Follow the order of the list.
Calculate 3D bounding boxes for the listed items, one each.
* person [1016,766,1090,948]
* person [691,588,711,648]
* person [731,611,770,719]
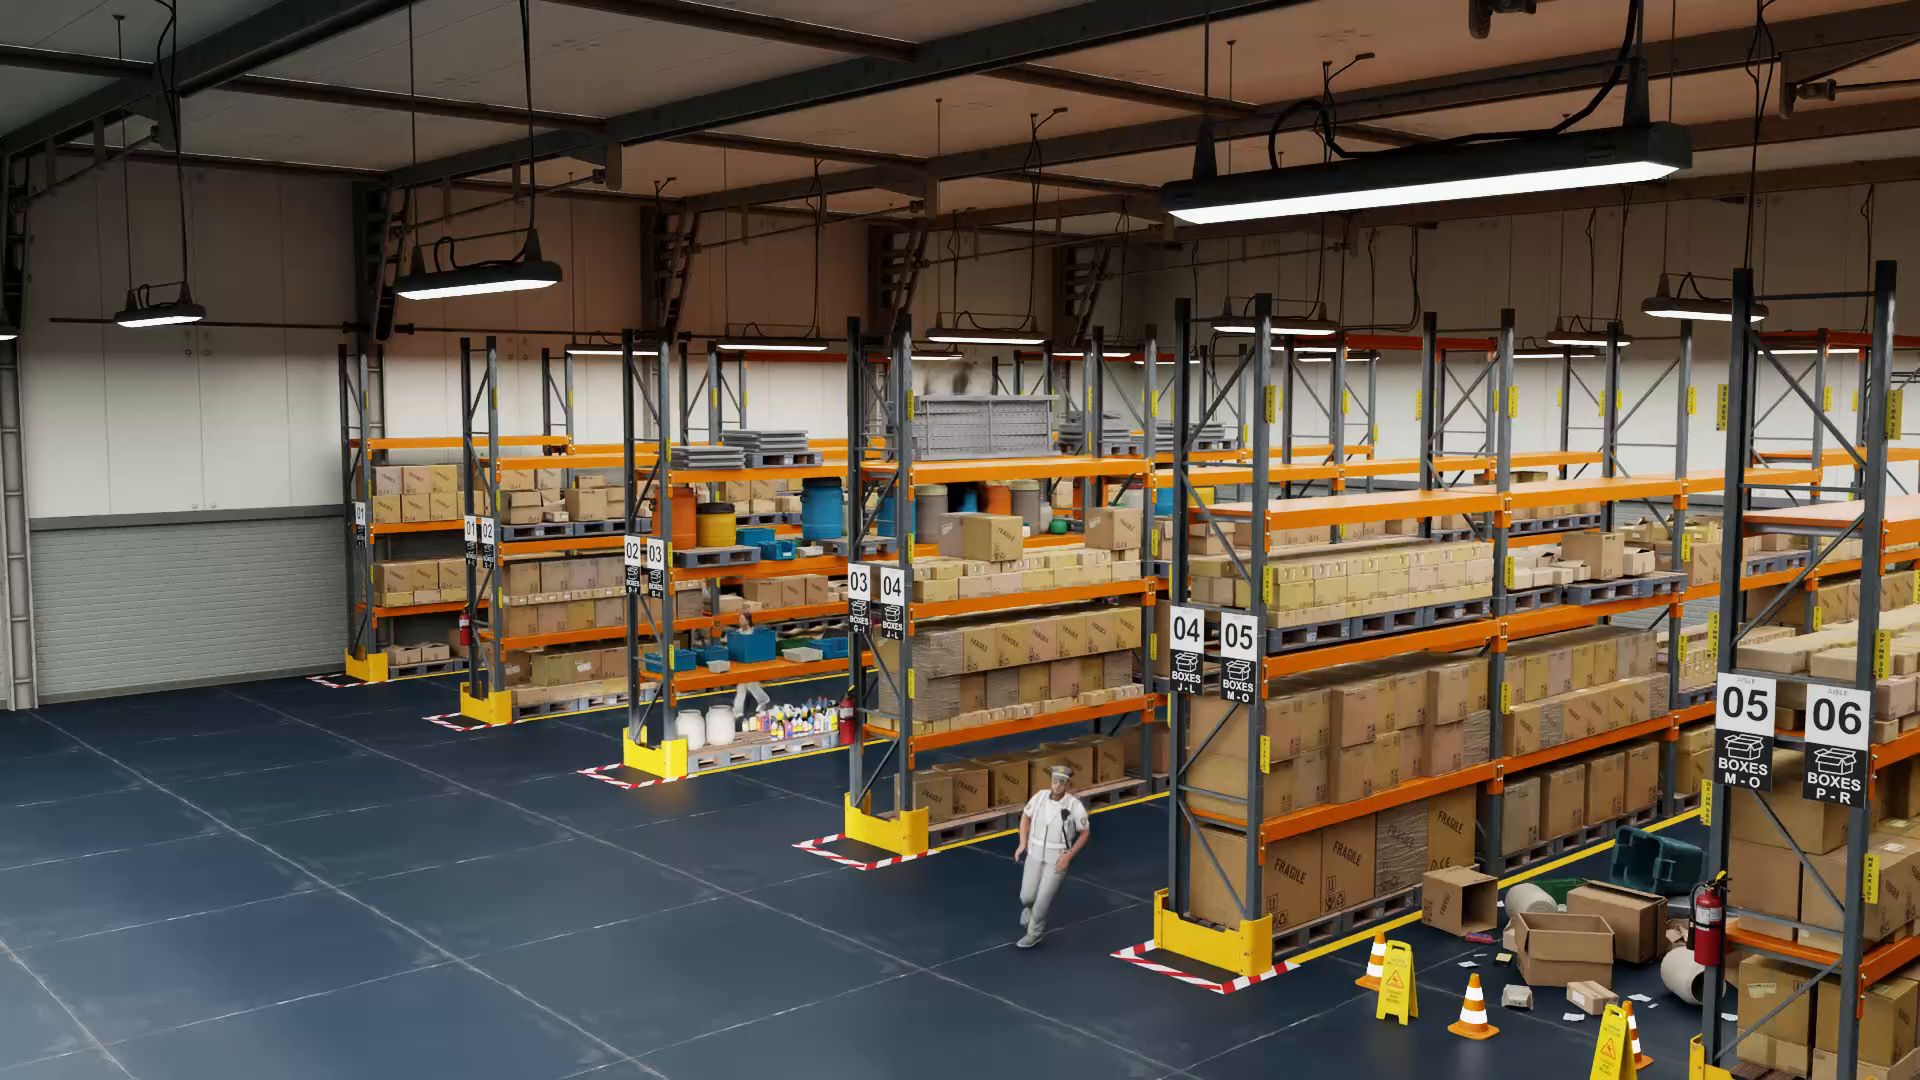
[{"bbox_3d":[0.852,2.931,15.472,0.699,1.708,0.551,2,5,19],"label":"person"},{"bbox_3d":[-4.812,1.500,30.890,0.676,1.799,0.998,5,7,42],"label":"person"},{"bbox_3d":[-3.338,1.957,26.221,0.550,1.683,0.940,5,7,42],"label":"person"}]
